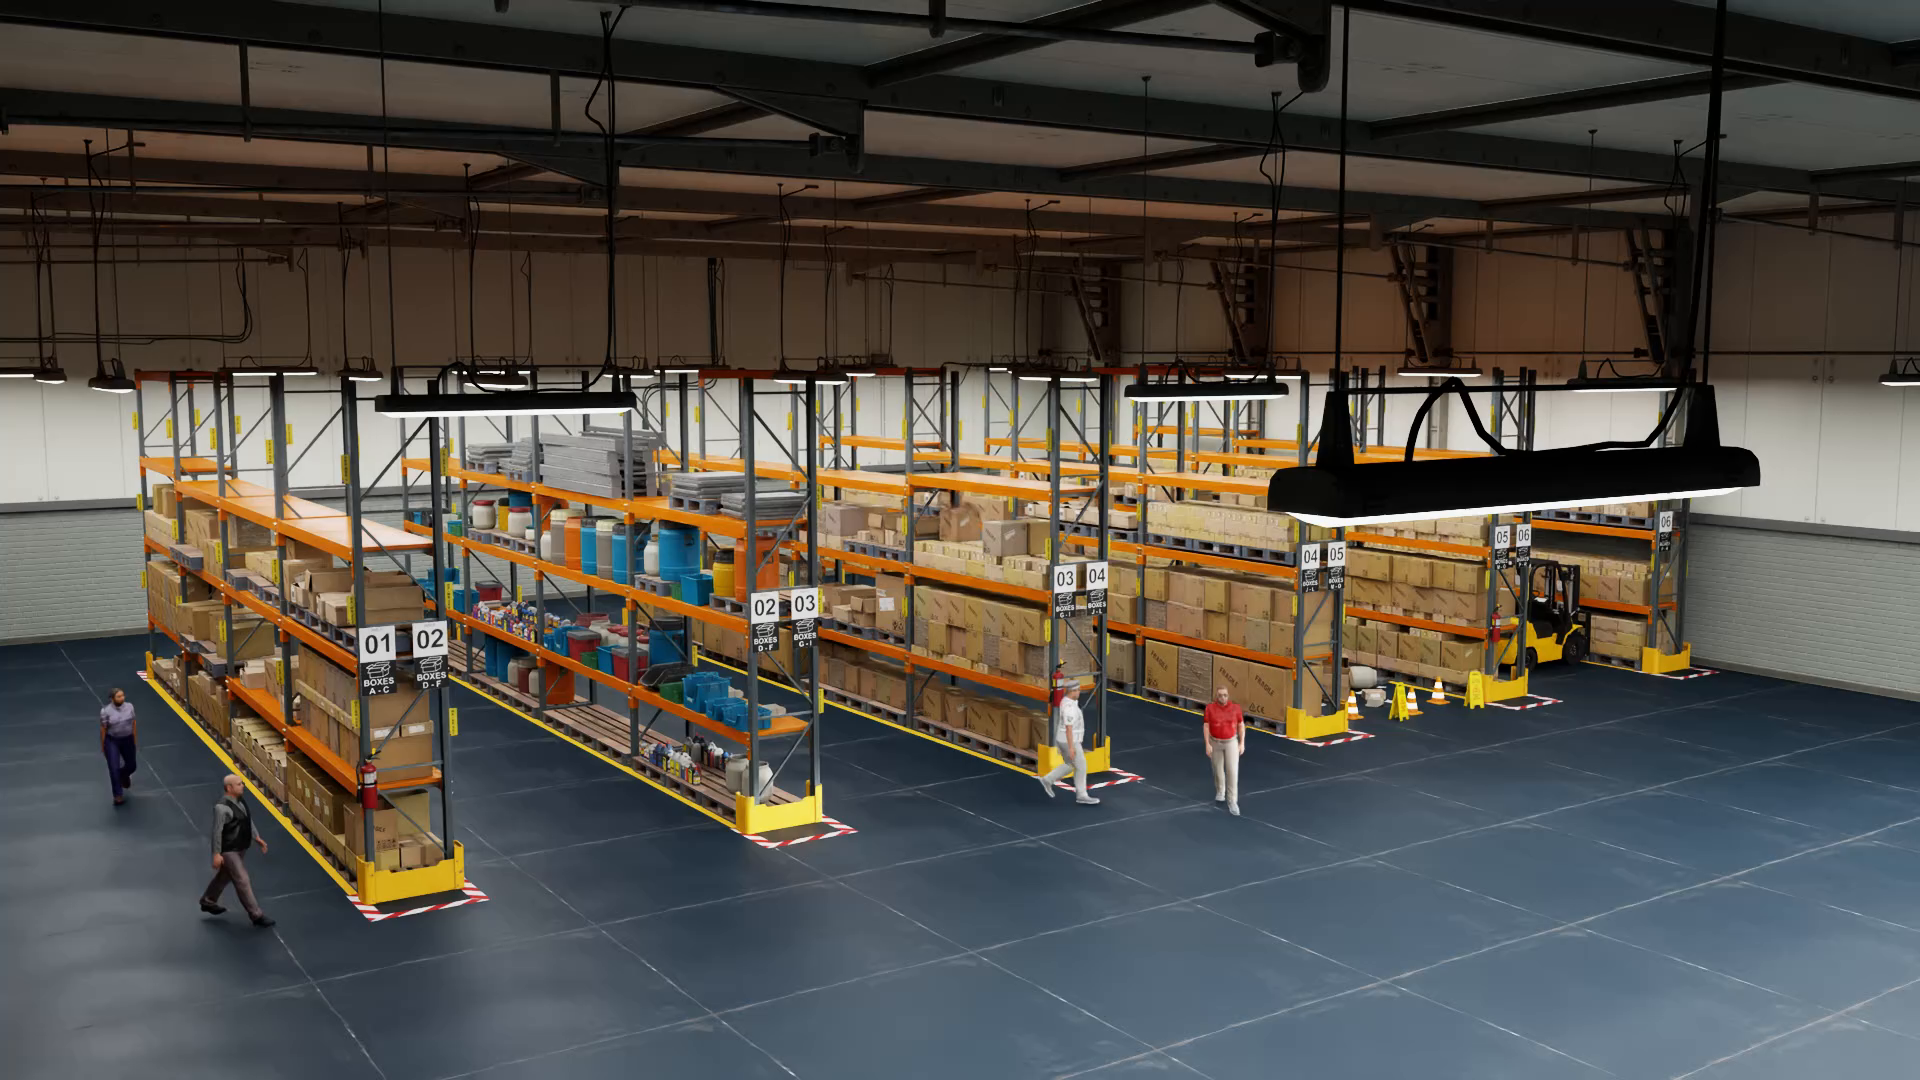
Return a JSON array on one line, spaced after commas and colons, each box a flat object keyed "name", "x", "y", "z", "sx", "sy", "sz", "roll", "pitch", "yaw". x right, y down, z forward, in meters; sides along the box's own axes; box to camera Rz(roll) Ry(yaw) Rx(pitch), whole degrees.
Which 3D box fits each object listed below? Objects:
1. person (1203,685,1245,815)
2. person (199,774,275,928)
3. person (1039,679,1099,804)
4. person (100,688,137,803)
[{"name": "person", "x": 3.673, "y": 2.870, "z": 23.162, "sx": 0.577, "sy": 1.707, "sz": 0.863, "roll": 2, "pitch": 7, "yaw": 18}, {"name": "person", "x": -8.020, "y": 3.407, "z": 18.404, "sx": 1.101, "sy": 1.655, "sz": 0.601, "roll": 2, "pitch": 7, "yaw": 14}, {"name": "person", "x": 1.535, "y": 2.819, "z": 23.389, "sx": 0.831, "sy": 1.731, "sz": 0.592, "roll": 0, "pitch": 6, "yaw": -2}, {"name": "person", "x": -11.948, "y": 2.867, "z": 23.614, "sx": 0.481, "sy": 1.588, "sz": 0.838, "roll": -5, "pitch": 8, "yaw": -36}]
